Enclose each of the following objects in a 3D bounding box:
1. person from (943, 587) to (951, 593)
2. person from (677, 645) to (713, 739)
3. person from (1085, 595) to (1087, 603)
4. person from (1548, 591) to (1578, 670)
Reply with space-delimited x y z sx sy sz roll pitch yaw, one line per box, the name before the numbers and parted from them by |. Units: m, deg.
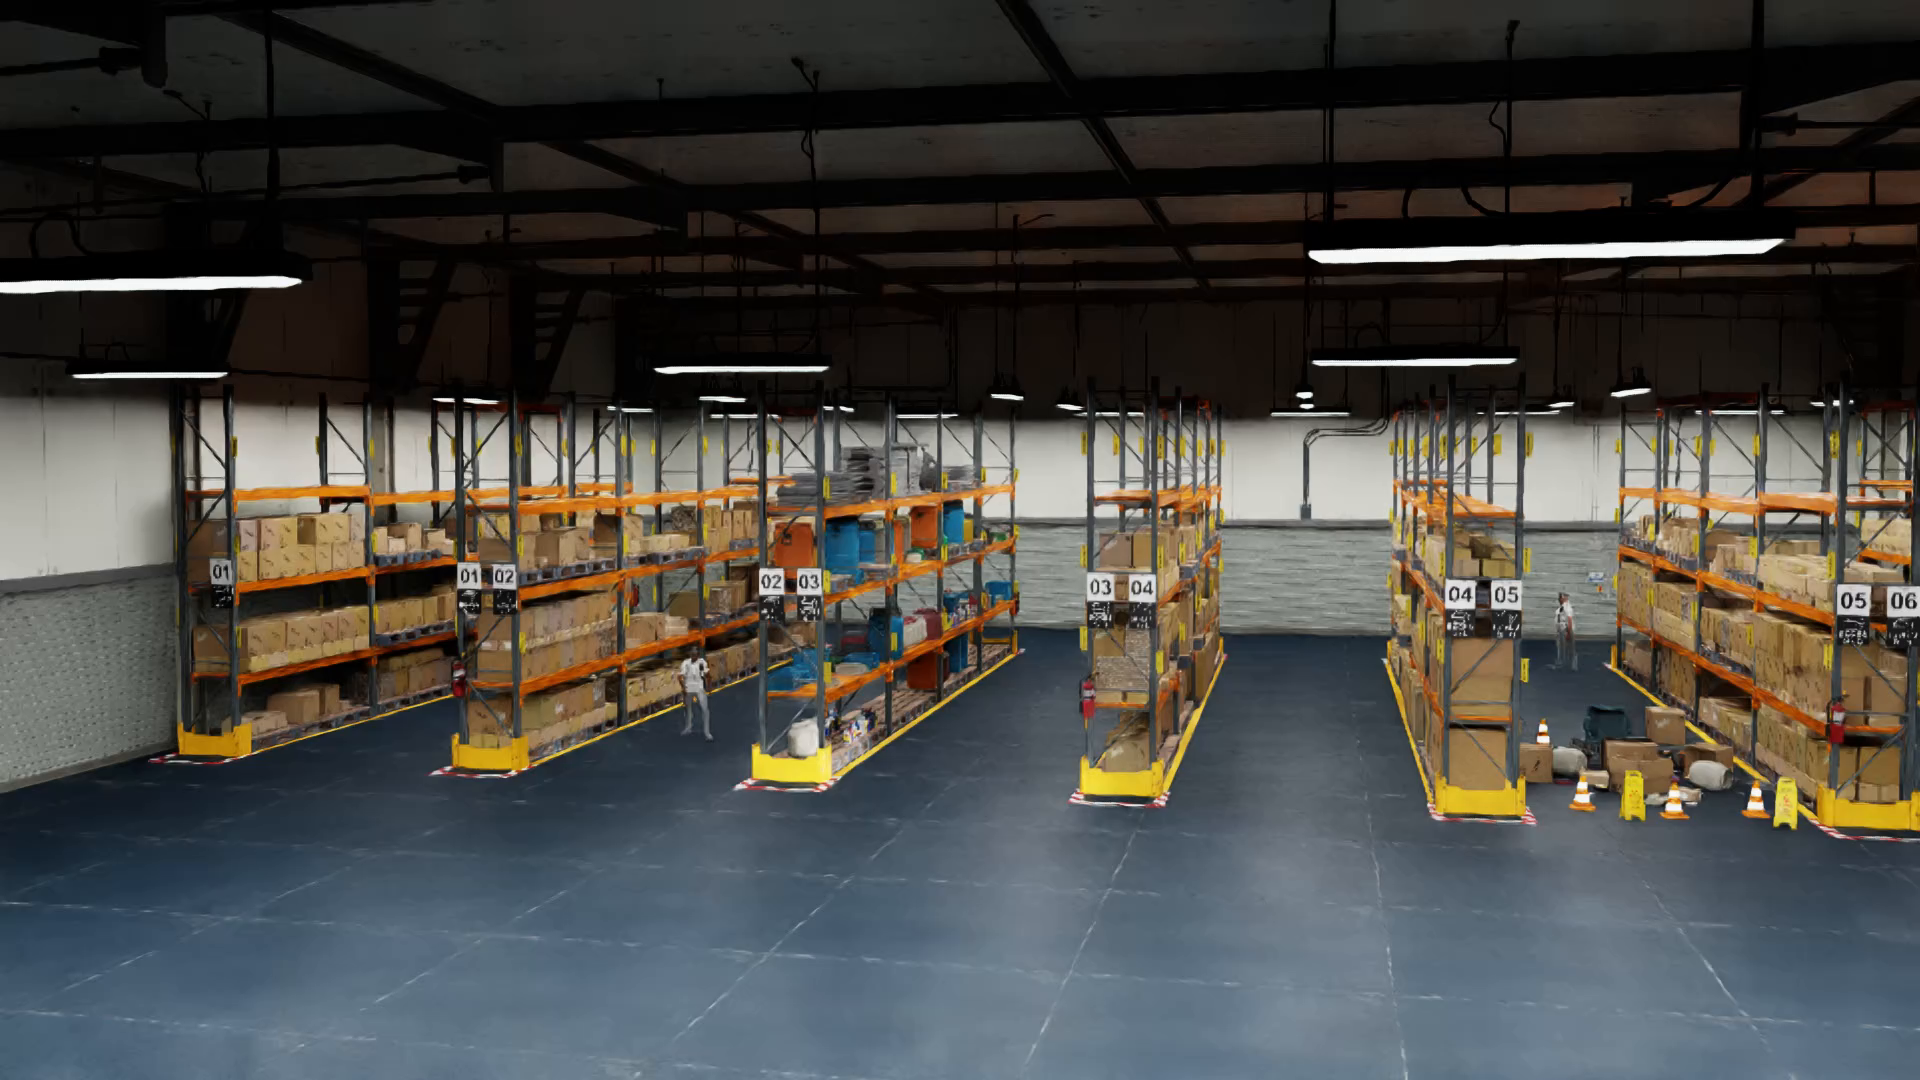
person | -0.241 1.954 39.390 0.568 1.675 0.954 2 4 28
person | -4.544 2.585 28.634 0.612 1.607 0.825 0 3 -5
person | 3.494 1.803 41.825 0.702 1.735 0.548 1 3 10
person | 13.618 2.030 37.431 0.532 1.746 0.670 0 3 0
